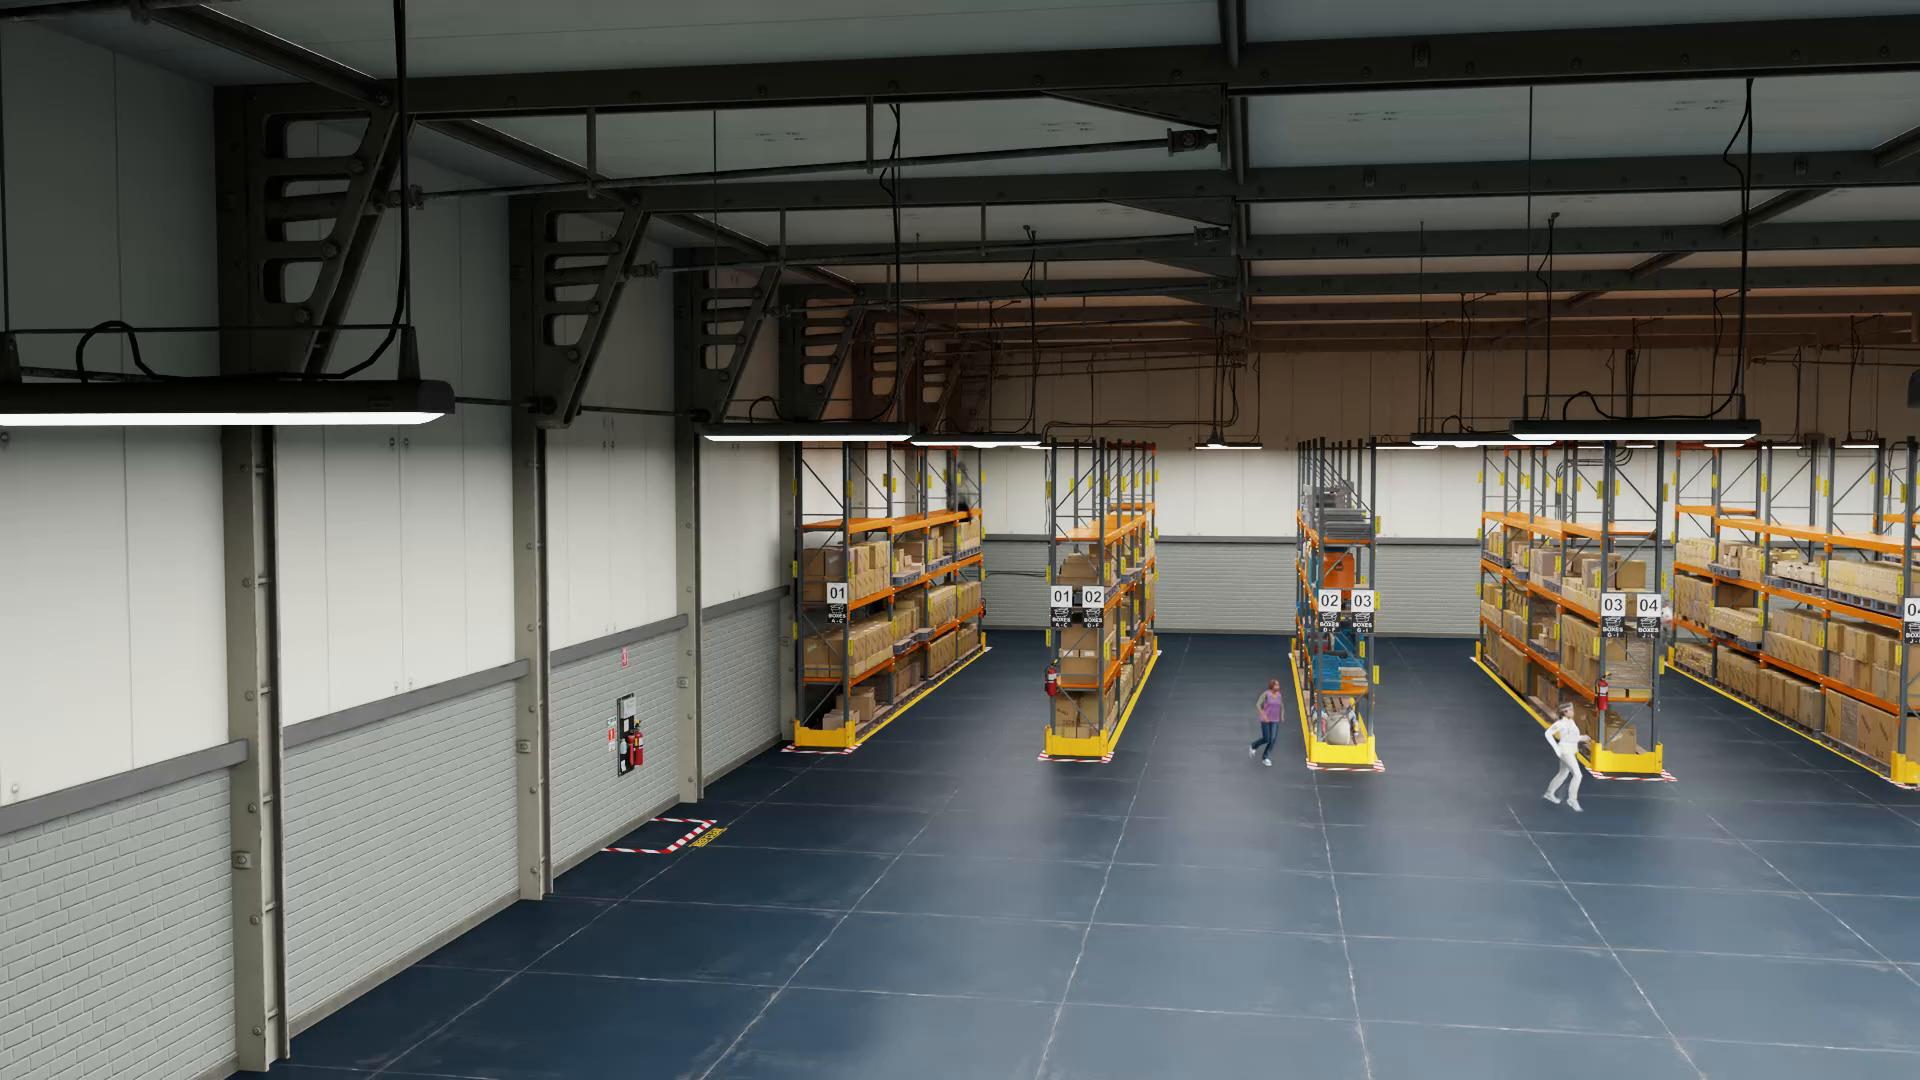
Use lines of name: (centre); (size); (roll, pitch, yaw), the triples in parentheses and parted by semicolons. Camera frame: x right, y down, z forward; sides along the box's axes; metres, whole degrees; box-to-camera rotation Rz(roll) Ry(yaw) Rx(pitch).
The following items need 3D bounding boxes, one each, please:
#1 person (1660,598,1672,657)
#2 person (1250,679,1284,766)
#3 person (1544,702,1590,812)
person: (19.382, 2.463, 45.856); (0.641, 1.775, 0.806); (0, 3, -1)
person: (5.704, 3.329, 30.611); (0.577, 1.558, 0.594); (-1, 3, -22)
person: (9.738, 3.465, 26.695); (0.745, 1.753, 0.583); (2, 4, 39)
